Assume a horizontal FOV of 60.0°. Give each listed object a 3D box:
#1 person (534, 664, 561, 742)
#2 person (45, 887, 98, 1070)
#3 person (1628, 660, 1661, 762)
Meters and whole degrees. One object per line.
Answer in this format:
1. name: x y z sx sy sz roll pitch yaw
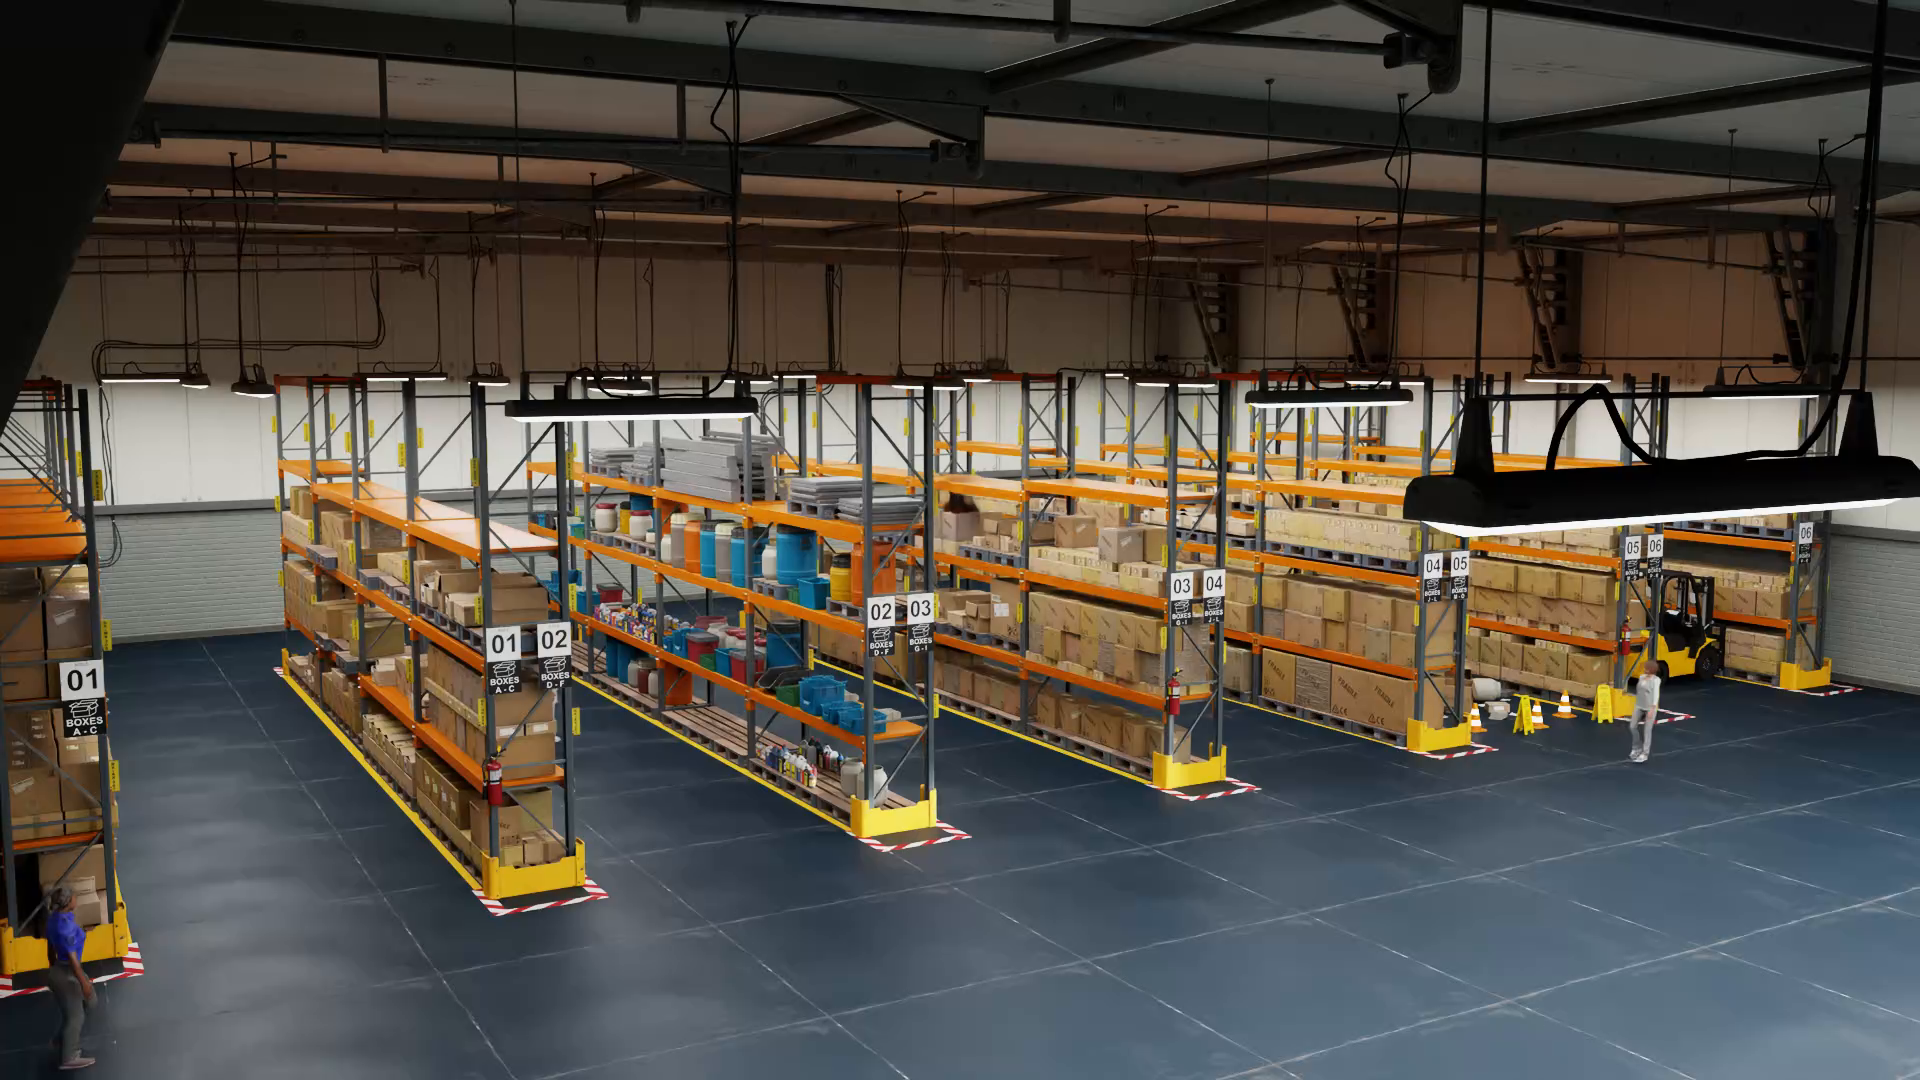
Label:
1. person: -6.815 2.455 27.329 0.598 1.783 0.475 6 9 43
2. person: -7.951 3.898 14.858 0.391 1.649 0.521 -3 7 -24
3. person: 10.766 2.687 26.155 0.429 1.603 0.430 6 9 44
